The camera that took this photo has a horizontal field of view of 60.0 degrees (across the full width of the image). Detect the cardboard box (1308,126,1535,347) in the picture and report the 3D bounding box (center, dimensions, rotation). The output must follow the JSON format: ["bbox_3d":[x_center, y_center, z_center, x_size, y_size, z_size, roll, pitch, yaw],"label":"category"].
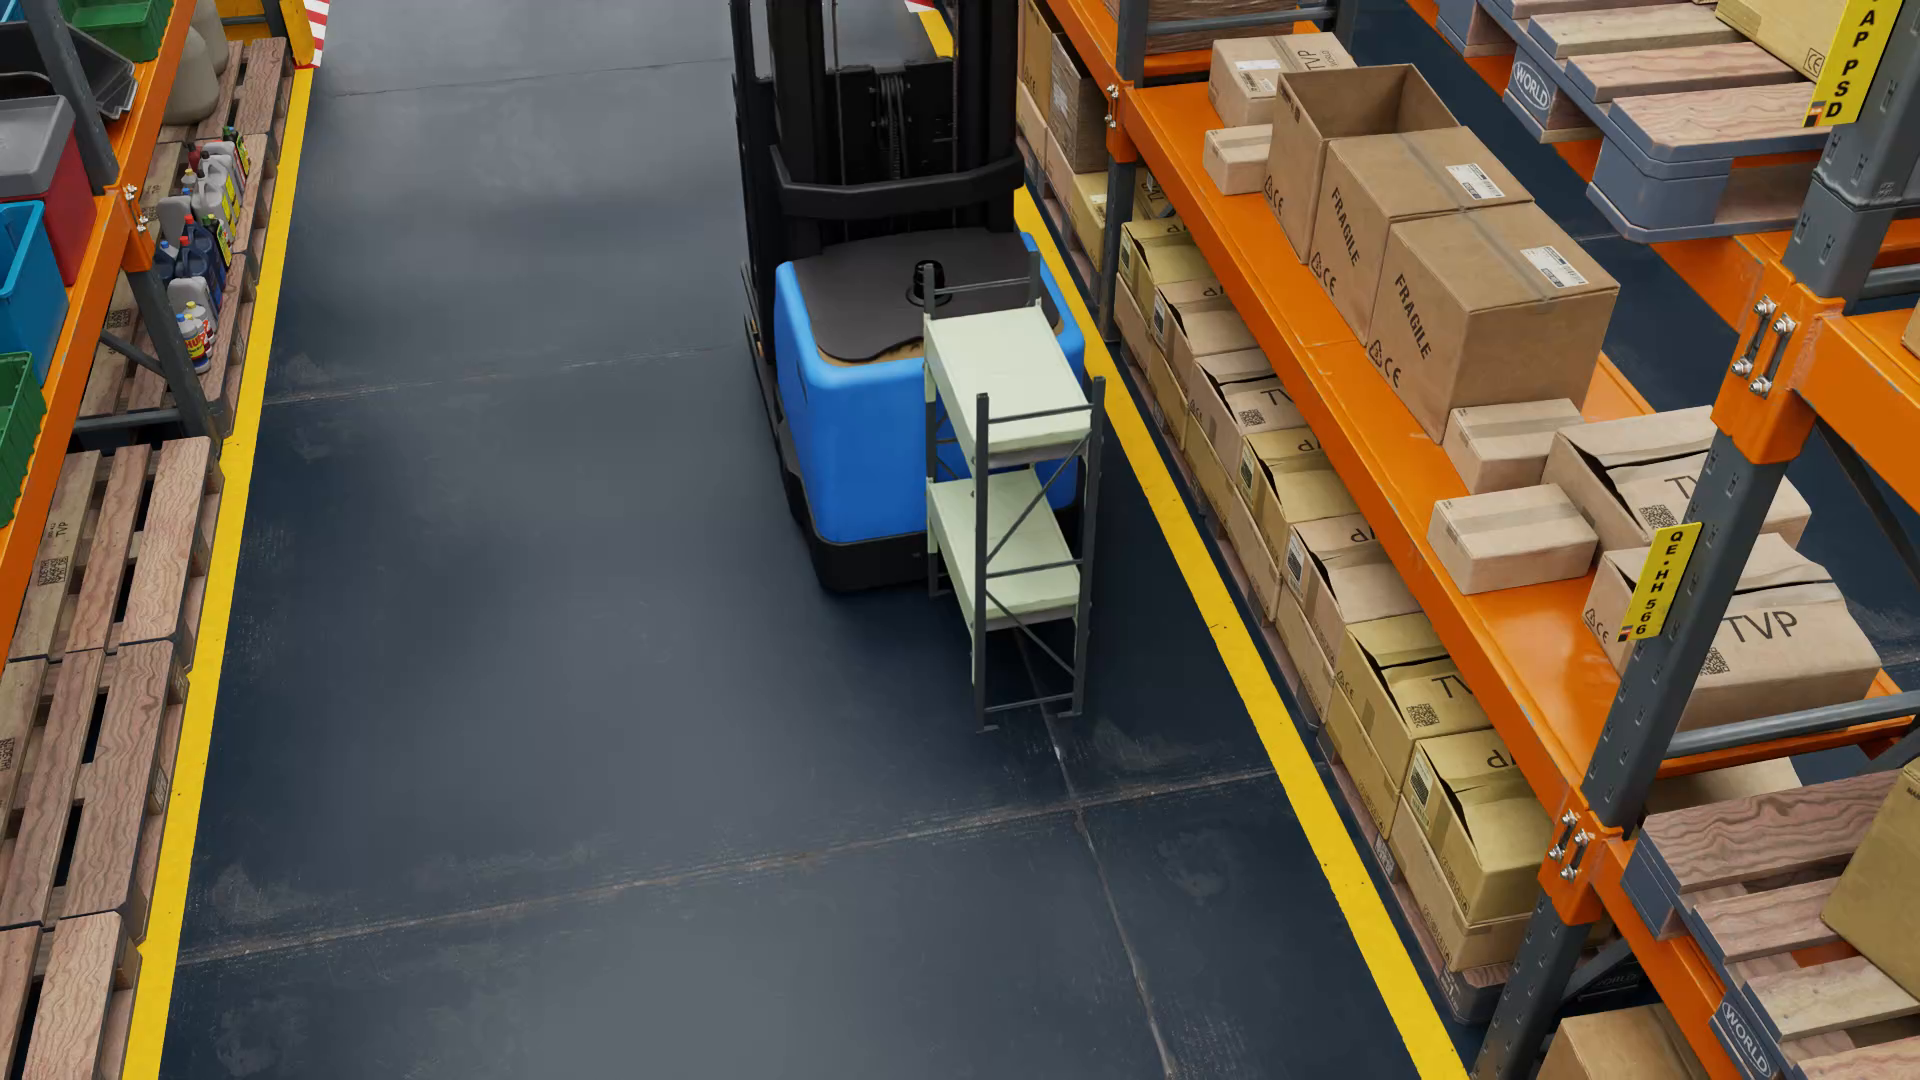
[{"bbox_3d":[1.525,-1.020,5.564,0.500,0.500,0.500,-8,42,-9],"label":"cardboard box"}]

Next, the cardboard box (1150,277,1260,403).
[{"bbox_3d":[1.102,-0.858,6.790,0.500,0.311,0.500,-9,42,-10],"label":"cardboard box"}]

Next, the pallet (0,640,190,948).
[{"bbox_3d":[-3.210,0.897,5.580,1.003,0.211,1.213,-8,42,-9],"label":"pallet"}]

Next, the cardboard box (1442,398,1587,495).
[{"bbox_3d":[1.686,-0.280,4.996,0.380,0.149,0.250,-5,42,-6],"label":"cardboard box"}]

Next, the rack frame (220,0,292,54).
[{"bbox_3d":[-4.548,-4.034,9.035,1.000,3.000,0.127,-8,42,-9],"label":"rack frame"}]

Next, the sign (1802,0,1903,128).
[{"bbox_3d":[1.473,-0.826,2.713,0.100,0.325,0.005,-8,42,-9],"label":"sign"}]

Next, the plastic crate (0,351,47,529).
[{"bbox_3d":[-3.033,-0.274,4.958,0.450,0.188,0.662,-8,42,-9],"label":"plastic crate"}]

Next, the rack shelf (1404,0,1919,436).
[{"bbox_3d":[1.585,-1.705,4.694,1.077,0.370,4.000,-8,42,-9],"label":"rack shelf"}]

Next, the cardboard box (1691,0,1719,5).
[{"bbox_3d":[1.733,-1.402,3.607,0.500,0.250,0.500,-7,42,-8],"label":"cardboard box"}]

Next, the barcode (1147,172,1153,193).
[{"bbox_3d":[0.801,-1.512,7.023,0.001,0.075,0.075,-8,42,-9],"label":"barcode"}]

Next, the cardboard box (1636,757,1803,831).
[{"bbox_3d":[2.190,0.724,5.007,0.500,0.311,0.500,-7,42,-8],"label":"cardboard box"}]

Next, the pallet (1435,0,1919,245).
[{"bbox_3d":[1.782,-1.034,3.538,1.213,0.211,1.003,-7,42,-7],"label":"pallet"}]

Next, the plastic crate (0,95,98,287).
[{"bbox_3d":[-3.281,-1.195,5.789,0.402,0.464,0.583,-8,42,-9],"label":"plastic crate"}]

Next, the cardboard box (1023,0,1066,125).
[{"bbox_3d":[0.631,-2.476,8.470,0.500,0.500,0.500,-8,42,-9],"label":"cardboard box"}]

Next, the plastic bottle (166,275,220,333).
[{"bbox_3d":[-3.422,-1.062,7.407,0.152,0.276,0.135,-7,42,-8],"label":"plastic bottle"}]

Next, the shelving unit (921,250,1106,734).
[{"bbox_3d":[0.160,-0.138,5.776,0.431,1.500,0.755,-9,42,-10],"label":"shelving unit"}]

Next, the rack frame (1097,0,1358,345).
[{"bbox_3d":[1.153,-2.149,6.911,1.000,3.000,0.127,-8,42,-9],"label":"rack frame"}]

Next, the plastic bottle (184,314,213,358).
[{"bbox_3d":[-3.347,-0.895,7.275,0.097,0.201,0.097,0,42,0],"label":"plastic bottle"}]

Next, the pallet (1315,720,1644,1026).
[{"bbox_3d":[1.877,0.948,5.523,1.003,0.211,1.213,-8,42,-9],"label":"pallet"}]

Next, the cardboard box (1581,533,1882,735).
[{"bbox_3d":[1.980,0.235,4.292,0.500,0.311,0.500,-6,42,-7],"label":"cardboard box"}]

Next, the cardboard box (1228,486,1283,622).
[{"bbox_3d":[1.330,0.016,6.227,0.500,0.250,0.500,-8,42,-8],"label":"cardboard box"}]

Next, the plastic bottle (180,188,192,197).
[{"bbox_3d":[-3.735,-1.615,8.086,0.097,0.201,0.097,0,42,0],"label":"plastic bottle"}]

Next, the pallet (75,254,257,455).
[{"bbox_3d":[-3.789,-0.840,7.537,1.003,0.211,1.213,-8,42,-9],"label":"pallet"}]

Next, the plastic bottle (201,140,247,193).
[{"bbox_3d":[-3.696,-1.885,8.334,0.152,0.276,0.135,-8,42,-9],"label":"plastic bottle"}]

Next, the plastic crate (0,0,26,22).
[{"bbox_3d":[-4.189,-2.064,6.928,0.499,0.251,0.616,-8,42,-9],"label":"plastic crate"}]

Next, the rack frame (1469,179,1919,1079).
[{"bbox_3d":[2.016,0.444,3.990,1.000,3.000,0.127,-8,42,-9],"label":"rack frame"}]

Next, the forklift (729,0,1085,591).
[{"bbox_3d":[-0.375,-1.887,6.668,1.130,2.935,3.031,-9,42,-10],"label":"forklift"}]

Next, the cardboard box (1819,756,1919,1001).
[{"bbox_3d":[2.262,0.642,3.376,0.700,0.500,0.500,-22,46,-23],"label":"cardboard box"}]

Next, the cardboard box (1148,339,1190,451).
[{"bbox_3d":[1.107,-0.649,6.976,0.500,0.250,0.500,-7,42,-8],"label":"cardboard box"}]

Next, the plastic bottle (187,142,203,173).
[{"bbox_3d":[-3.800,-1.872,8.314,0.061,0.283,0.133,-8,42,-9],"label":"plastic bottle"}]

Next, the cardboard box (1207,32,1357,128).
[{"bbox_3d":[1.302,-1.780,6.608,0.500,0.250,0.500,-6,42,-7],"label":"cardboard box"}]

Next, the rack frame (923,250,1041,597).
[{"bbox_3d":[0.074,-0.375,6.042,0.400,1.500,0.023,-9,42,-10],"label":"rack frame"}]

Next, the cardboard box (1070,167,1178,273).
[{"bbox_3d":[0.839,-1.547,7.988,0.500,0.250,0.500,-8,42,-9],"label":"cardboard box"}]

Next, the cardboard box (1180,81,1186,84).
[{"bbox_3d":[1.243,-2.226,8.188,0.500,0.500,0.500,-8,42,-9],"label":"cardboard box"}]

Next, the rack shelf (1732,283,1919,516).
[{"bbox_3d":[2.448,0.888,1.773,1.077,0.370,4.000,-8,42,-9],"label":"rack shelf"}]

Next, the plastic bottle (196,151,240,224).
[{"bbox_3d":[-3.626,-1.716,8.088,0.144,0.351,0.185,-7,42,-8],"label":"plastic bottle"}]

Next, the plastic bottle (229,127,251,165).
[{"bbox_3d":[-3.723,-2.024,8.548,0.097,0.201,0.097,0,42,0],"label":"plastic bottle"}]

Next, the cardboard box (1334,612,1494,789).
[{"bbox_3d":[1.544,0.466,5.298,0.500,0.311,0.500,-9,42,-10],"label":"cardboard box"}]

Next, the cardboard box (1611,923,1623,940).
[{"bbox_3d":[2.190,0.934,5.193,0.500,0.250,0.500,-8,42,-9],"label":"cardboard box"}]

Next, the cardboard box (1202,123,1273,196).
[{"bbox_3d":[1.144,-1.451,6.314,0.380,0.149,0.250,-8,42,-9],"label":"cardboard box"}]

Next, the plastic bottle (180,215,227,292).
[{"bbox_3d":[-3.494,-1.320,7.642,0.144,0.351,0.185,-10,43,-11],"label":"plastic bottle"}]

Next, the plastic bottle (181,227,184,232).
[{"bbox_3d":[-3.563,-1.381,7.769,0.097,0.271,0.097,0,42,0],"label":"plastic bottle"}]

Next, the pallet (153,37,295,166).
[{"bbox_3d":[-4.315,-2.421,9.319,1.003,0.211,1.213,-8,42,-9],"label":"pallet"}]

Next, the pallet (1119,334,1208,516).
[{"bbox_3d":[1.350,-0.634,7.305,1.003,0.211,1.213,-8,42,-9],"label":"pallet"}]

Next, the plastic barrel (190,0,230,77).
[{"bbox_3d":[-4.331,-2.845,9.253,0.421,0.512,0.421,0,42,0],"label":"plastic barrel"}]

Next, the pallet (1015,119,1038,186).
[{"bbox_3d":[0.755,-2.420,9.317,1.003,0.211,1.213,-8,42,-9],"label":"pallet"}]

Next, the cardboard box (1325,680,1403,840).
[{"bbox_3d":[1.550,0.676,5.484,0.500,0.250,0.500,-9,42,-10],"label":"cardboard box"}]

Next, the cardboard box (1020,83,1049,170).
[{"bbox_3d":[0.619,-2.194,8.717,0.500,0.250,0.500,-8,42,-9],"label":"cardboard box"}]

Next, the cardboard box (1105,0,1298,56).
[{"bbox_3d":[1.051,-2.473,7.201,0.700,0.500,0.500,-9,42,-10],"label":"cardboard box"}]

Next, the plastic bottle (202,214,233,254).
[{"bbox_3d":[-3.533,-1.451,7.902,0.097,0.201,0.097,0,42,0],"label":"plastic bottle"}]

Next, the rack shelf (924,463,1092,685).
[{"bbox_3d":[0.160,0.105,5.992,0.431,0.370,0.720,-9,42,-10],"label":"rack shelf"}]

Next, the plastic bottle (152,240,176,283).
[{"bbox_3d":[-3.594,-1.177,7.481,0.144,0.351,0.185,-8,42,-9],"label":"plastic bottle"}]

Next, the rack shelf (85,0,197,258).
[{"bbox_3d":[-4.116,-2.469,7.813,1.077,0.370,4.000,-8,42,-9],"label":"rack shelf"}]

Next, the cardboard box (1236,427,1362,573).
[{"bbox_3d":[1.332,-0.187,6.034,0.500,0.311,0.500,-7,42,-8],"label":"cardboard box"}]
